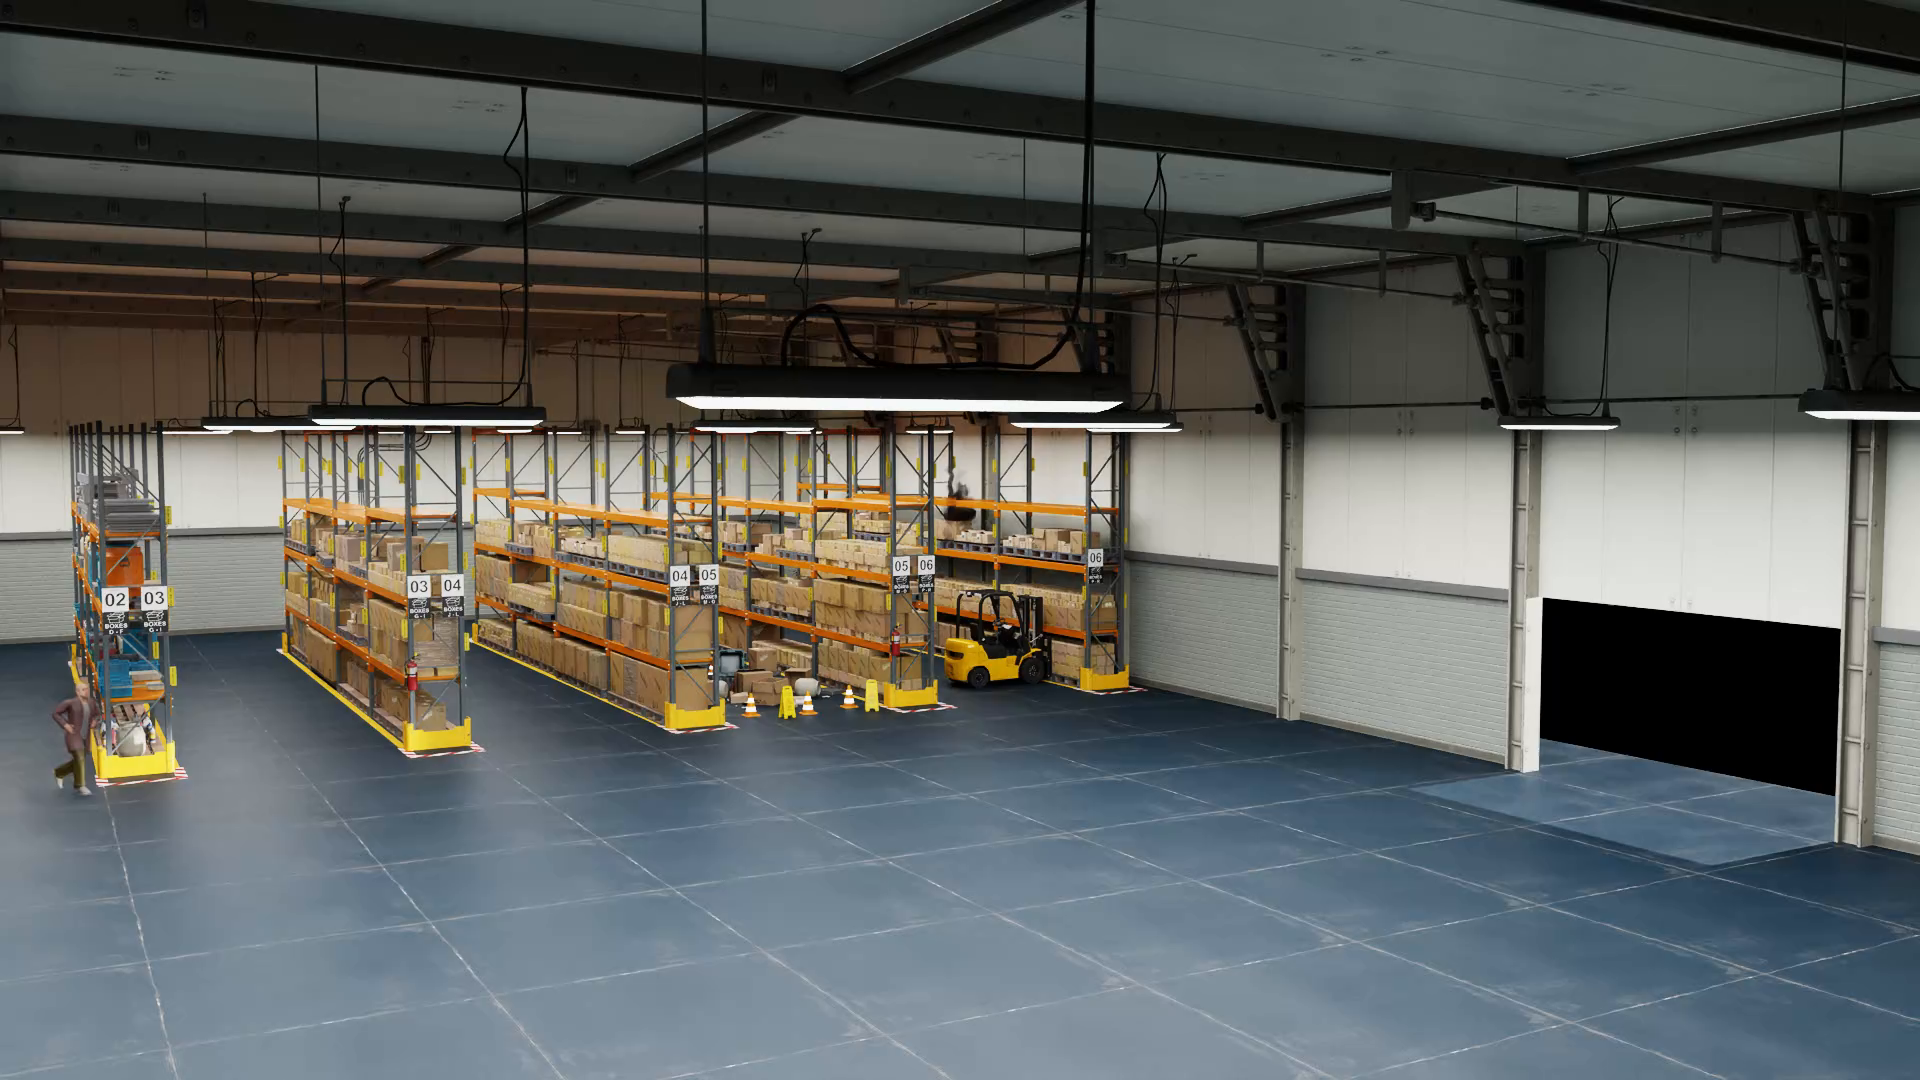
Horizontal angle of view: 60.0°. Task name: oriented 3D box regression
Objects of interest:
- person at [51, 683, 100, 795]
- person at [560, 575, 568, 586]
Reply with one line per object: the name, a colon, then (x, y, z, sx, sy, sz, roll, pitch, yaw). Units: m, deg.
person: (-14.255, 3.200, 26.927, 0.879, 1.761, 0.750, 2, 4, 25)
person: (-11.646, 1.870, 49.180, 0.871, 1.671, 0.591, -2, 4, -24)
